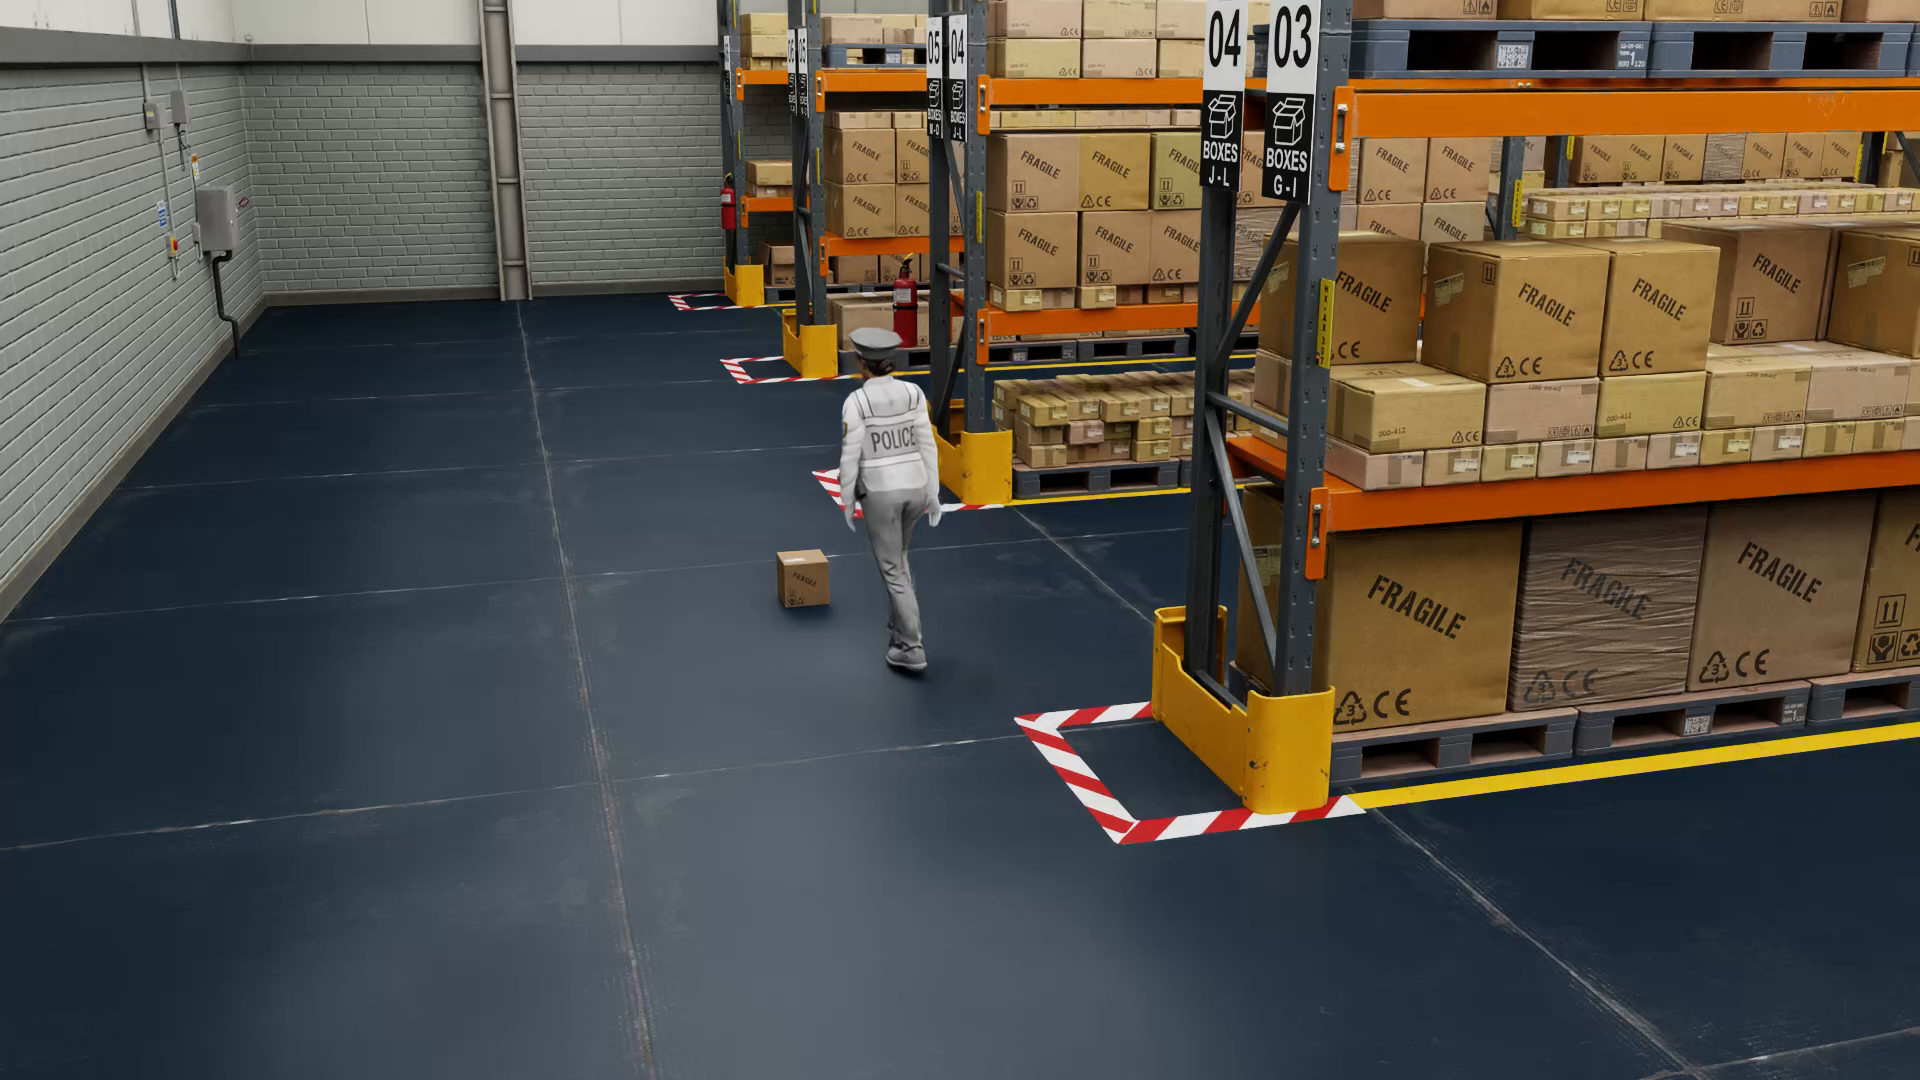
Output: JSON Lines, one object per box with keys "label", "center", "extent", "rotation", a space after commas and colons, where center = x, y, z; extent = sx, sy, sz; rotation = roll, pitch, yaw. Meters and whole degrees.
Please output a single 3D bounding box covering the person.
{"label": "person", "center": [-0.342, -0.168, 8.141], "extent": [0.474, 1.710, 0.535], "rotation": [-11, 19, -34]}
